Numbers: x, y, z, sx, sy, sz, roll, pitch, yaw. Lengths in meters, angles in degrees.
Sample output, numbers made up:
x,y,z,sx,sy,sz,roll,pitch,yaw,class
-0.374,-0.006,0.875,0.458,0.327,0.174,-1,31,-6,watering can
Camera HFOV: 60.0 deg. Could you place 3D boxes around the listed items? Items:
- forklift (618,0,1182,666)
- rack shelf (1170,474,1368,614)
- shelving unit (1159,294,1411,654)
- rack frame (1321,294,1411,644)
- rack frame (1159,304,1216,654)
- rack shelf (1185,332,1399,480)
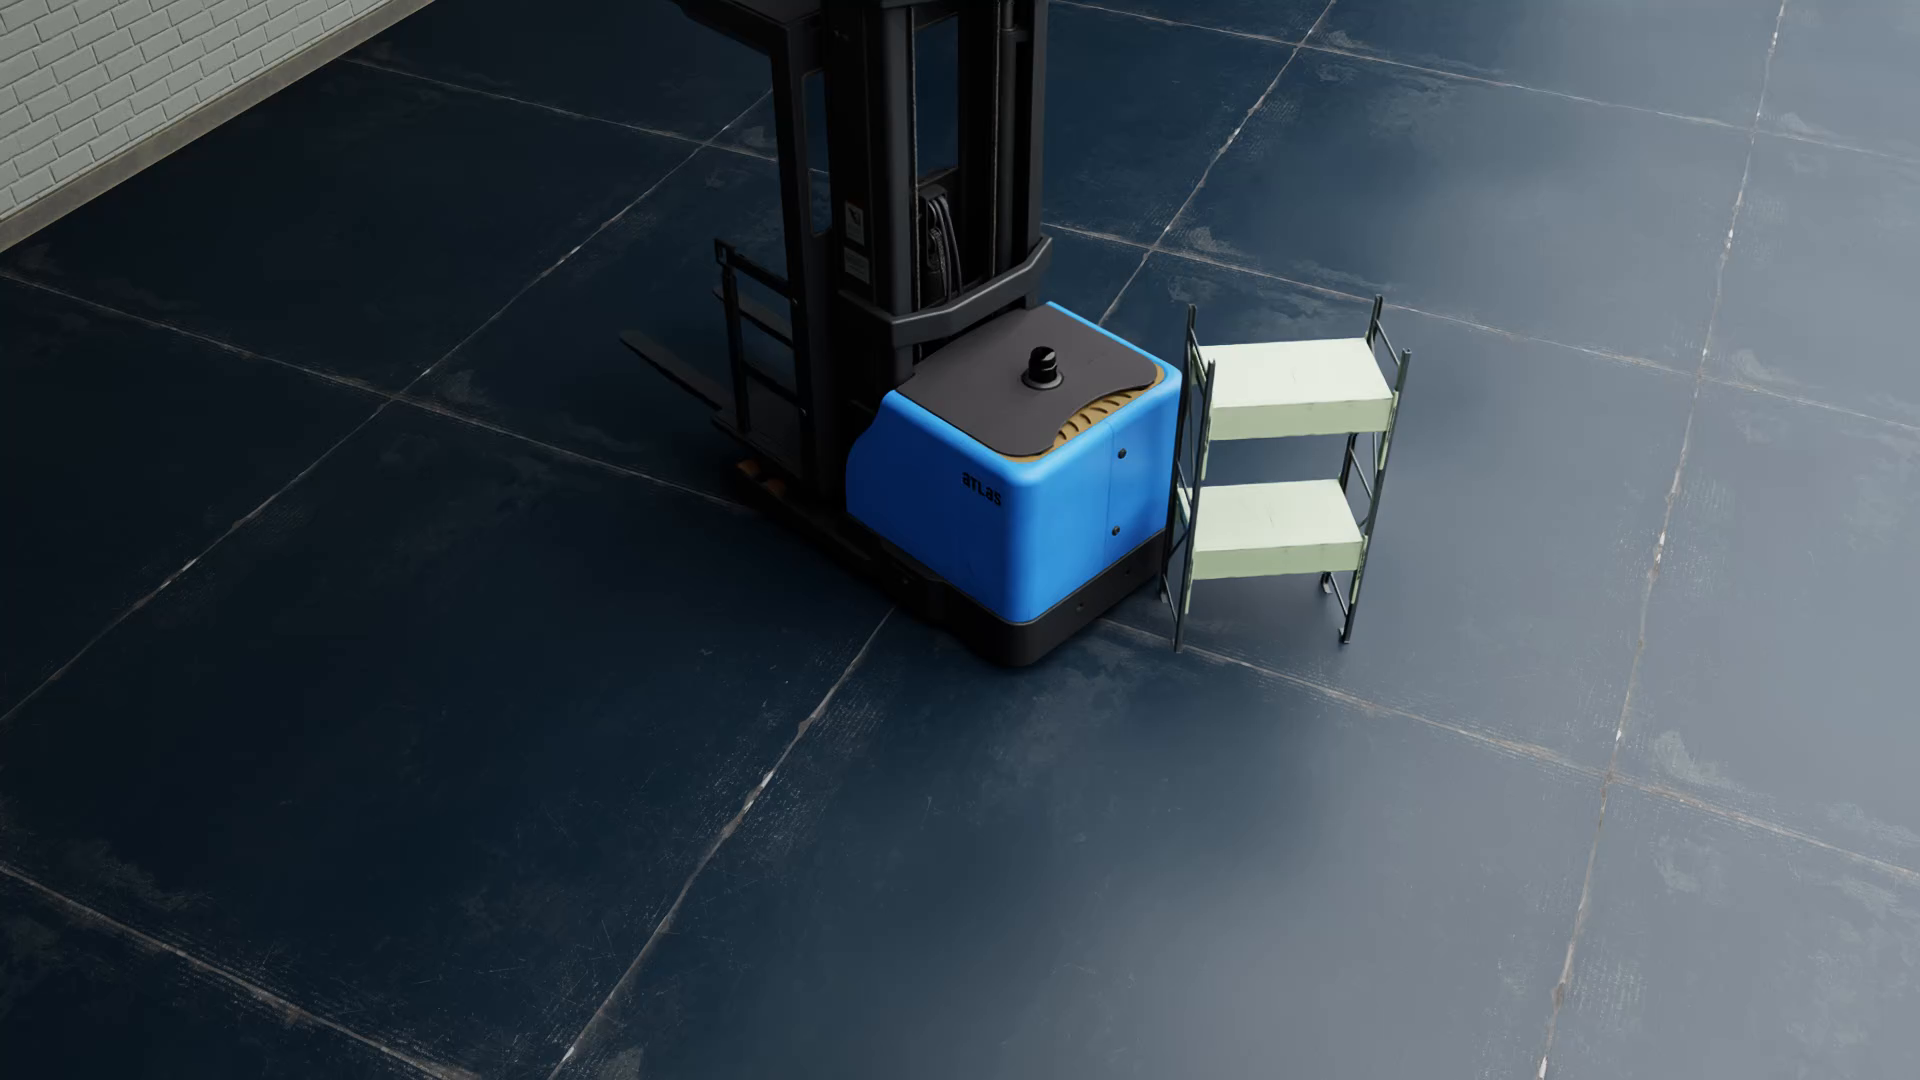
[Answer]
x,y,z,sx,sy,sz,roll,pitch,yaw,class
-0.453,-1.444,7.062,1.130,2.935,3.031,-33,51,-32,forklift
1.274,0.014,6.970,0.720,0.370,0.431,-3,41,-4,rack shelf
1.274,-0.232,6.757,0.755,1.500,0.431,-3,41,-4,shelving unit
1.639,-0.254,6.782,0.023,1.500,0.400,-3,41,-4,rack frame
0.910,-0.211,6.732,0.023,1.500,0.400,-3,41,-4,rack frame
1.274,-0.527,6.501,0.720,0.370,0.431,-3,41,-4,rack shelf
